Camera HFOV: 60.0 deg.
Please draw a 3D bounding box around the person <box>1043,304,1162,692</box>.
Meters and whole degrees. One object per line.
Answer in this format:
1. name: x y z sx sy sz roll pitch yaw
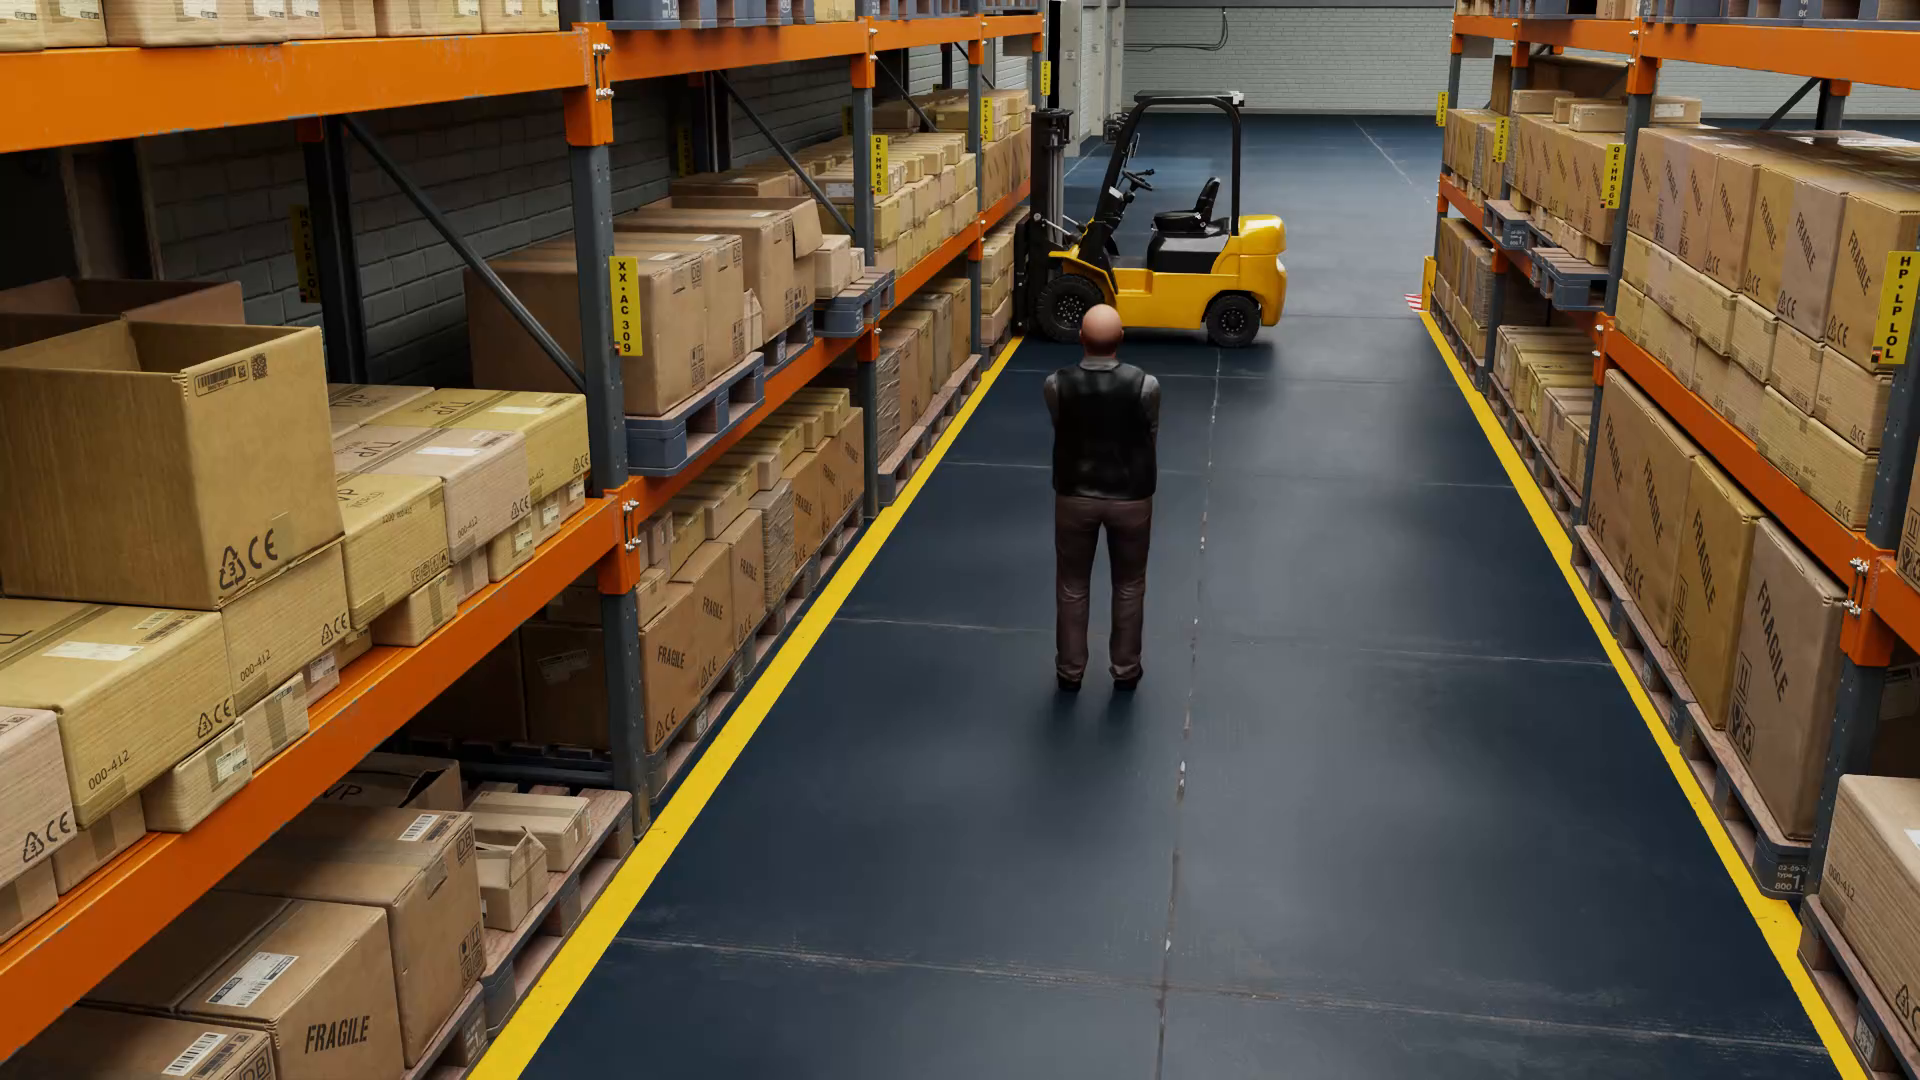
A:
1. person: 0.614 -0.194 7.215 0.494 1.711 0.551 3 18 9
